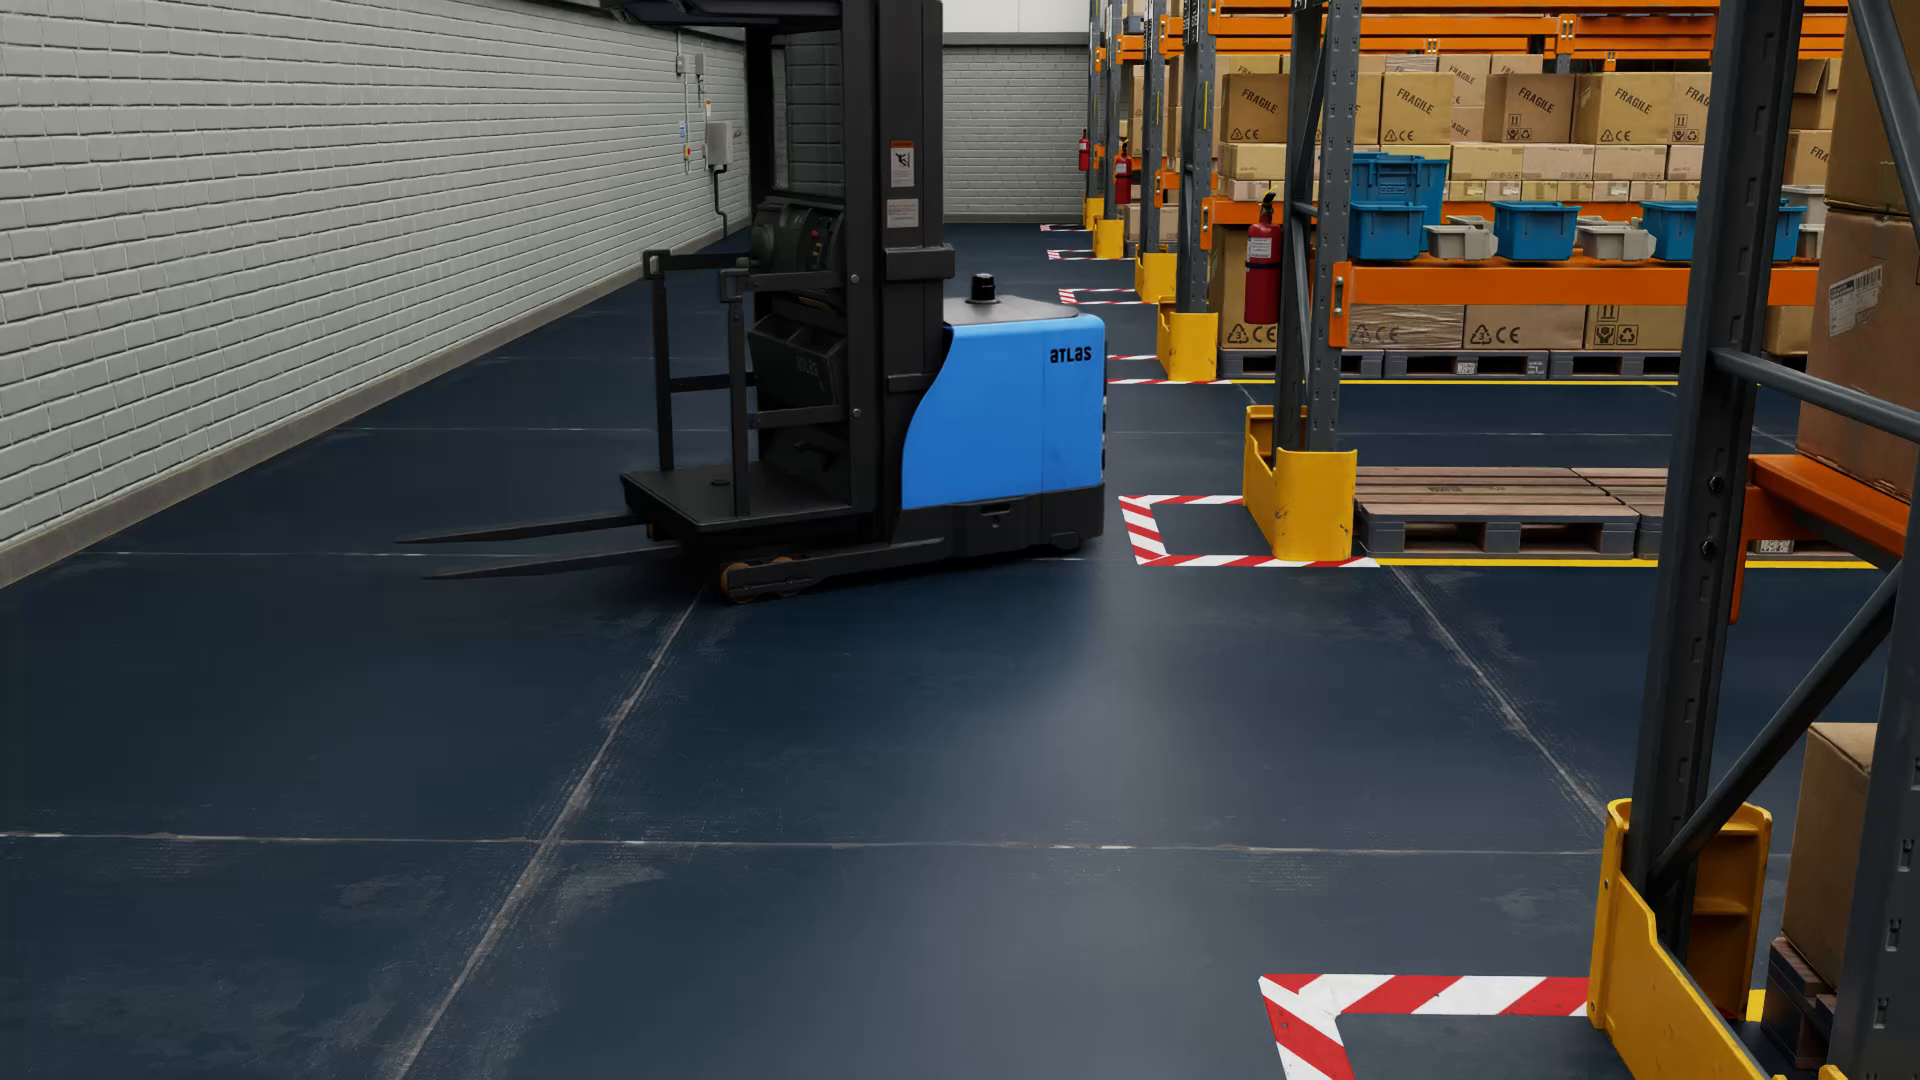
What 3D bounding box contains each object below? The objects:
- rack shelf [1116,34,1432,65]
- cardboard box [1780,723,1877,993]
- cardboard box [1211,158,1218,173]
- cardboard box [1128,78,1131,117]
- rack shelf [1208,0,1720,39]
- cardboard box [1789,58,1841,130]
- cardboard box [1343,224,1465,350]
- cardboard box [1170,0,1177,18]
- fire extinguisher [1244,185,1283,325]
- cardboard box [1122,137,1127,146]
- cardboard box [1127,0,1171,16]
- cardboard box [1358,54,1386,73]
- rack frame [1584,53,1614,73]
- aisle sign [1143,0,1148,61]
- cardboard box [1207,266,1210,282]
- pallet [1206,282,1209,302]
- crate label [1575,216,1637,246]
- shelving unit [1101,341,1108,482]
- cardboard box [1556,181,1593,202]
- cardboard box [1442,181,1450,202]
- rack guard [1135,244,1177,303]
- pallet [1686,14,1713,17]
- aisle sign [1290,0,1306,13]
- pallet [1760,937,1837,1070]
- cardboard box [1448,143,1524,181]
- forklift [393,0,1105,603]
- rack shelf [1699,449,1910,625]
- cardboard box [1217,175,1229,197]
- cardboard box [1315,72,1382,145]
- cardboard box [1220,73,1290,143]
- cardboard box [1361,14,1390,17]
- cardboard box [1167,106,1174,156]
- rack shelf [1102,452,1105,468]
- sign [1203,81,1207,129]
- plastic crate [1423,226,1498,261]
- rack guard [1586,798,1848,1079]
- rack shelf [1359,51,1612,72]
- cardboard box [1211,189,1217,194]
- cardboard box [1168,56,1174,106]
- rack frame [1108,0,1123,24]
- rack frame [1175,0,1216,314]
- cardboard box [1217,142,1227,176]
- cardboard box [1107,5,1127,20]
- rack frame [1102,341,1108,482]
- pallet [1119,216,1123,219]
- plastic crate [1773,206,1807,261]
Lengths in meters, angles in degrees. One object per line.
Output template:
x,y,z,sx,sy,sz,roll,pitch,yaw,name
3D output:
4.012,-6.385,21.692,4.000,0.370,1.077,0,15,1,rack shelf
2.053,0.694,3.366,0.500,0.500,0.500,0,15,1,cardboard box
2.558,-3.834,16.986,0.250,0.149,0.380,1,15,3,cardboard box
2.501,-5.885,22.110,0.500,0.500,0.500,1,15,3,cardboard box
3.759,-3.858,12.113,4.000,0.370,1.077,0,15,1,rack shelf
6.397,-3.274,12.206,0.637,0.503,0.797,0,15,0,cardboard box
3.311,-1.955,12.710,0.875,0.875,0.875,0,15,1,cardboard box
2.449,-5.475,17.126,0.500,0.250,0.500,0,15,0,cardboard box
1.494,-1.405,8.166,0.183,0.674,0.296,0,15,1,fire extinguisher
2.713,-6.378,26.628,0.250,0.149,0.380,1,15,3,cardboard box
2.465,-6.945,21.678,0.500,0.250,0.500,-1,15,-4,cardboard box
3.963,-4.625,16.749,0.500,0.500,0.500,0,15,0,cardboard box
10.133,-6.509,26.633,0.127,3.000,1.000,0,15,1,rack frame
1.922,-5.367,17.205,0.004,0.787,0.394,0,15,1,aisle sign
2.503,-2.772,17.233,0.250,0.149,0.380,1,15,3,cardboard box
2.875,-2.670,17.545,1.213,0.211,1.003,0,15,1,pallet
3.021,-1.447,7.842,0.243,0.136,0.396,0,15,1,crate label
0.553,-0.522,8.054,0.210,0.900,0.258,-8,17,-27,shelving unit
4.416,-2.546,12.103,0.250,0.149,0.380,1,15,2,cardboard box
3.392,-2.553,12.128,0.250,0.149,0.380,0,15,1,cardboard box
2.063,-2.824,17.562,0.348,0.500,1.175,0,15,1,rack guard
7.637,-5.329,16.647,1.003,0.211,1.213,0,15,1,pallet
1.569,-2.838,7.619,0.004,0.787,0.394,0,15,1,aisle sign
2.376,1.112,3.213,1.213,0.211,1.003,0,15,1,pallet
3.776,-2.760,12.132,0.500,0.250,0.500,0,15,0,cardboard box
-0.885,-1.310,7.060,3.031,2.935,1.130,-8,17,-27,forklift
3.502,0.119,2.920,4.000,0.370,1.077,0,15,1,rack shelf
2.124,-2.729,12.795,0.250,0.149,0.380,1,15,2,cardboard box
2.733,-3.127,12.054,0.500,0.500,0.500,0,15,0,cardboard box
2.253,-3.266,12.581,0.500,0.500,0.500,1,15,2,cardboard box
3.987,-5.332,16.583,0.500,0.250,0.500,0,15,1,cardboard box
2.443,-4.288,17.432,0.500,0.500,0.500,1,15,3,cardboard box
0.553,-0.403,8.085,0.200,0.077,0.258,-8,17,-27,rack shelf
1.740,-3.084,11.797,0.005,0.325,0.100,0,15,1,sign
2.190,-1.298,7.280,0.298,0.136,0.250,0,15,1,plastic crate
1.579,0.967,3.195,0.348,0.500,1.175,0,15,1,rack guard
8.134,-7.625,26.391,4.000,0.370,1.077,0,15,1,rack shelf
4.124,-5.483,26.821,0.500,0.500,0.500,1,15,2,cardboard box
2.451,-4.769,17.296,0.500,0.500,0.500,0,15,0,cardboard box
2.013,-8.196,21.267,0.127,3.000,1.000,0,15,1,rack frame
1.760,-2.769,12.453,0.127,3.000,1.000,0,15,1,rack frame
2.251,-2.904,12.679,0.500,0.250,0.500,0,15,1,cardboard box
2.573,-8.258,26.111,0.500,0.250,0.500,0,15,1,cardboard box
0.643,-0.534,8.099,0.006,0.900,0.240,-8,17,-27,rack frame
3.009,-5.208,27.166,1.213,0.211,1.003,0,15,1,pallet
3.488,-1.357,7.315,0.300,0.233,0.416,0,15,1,plastic crate
